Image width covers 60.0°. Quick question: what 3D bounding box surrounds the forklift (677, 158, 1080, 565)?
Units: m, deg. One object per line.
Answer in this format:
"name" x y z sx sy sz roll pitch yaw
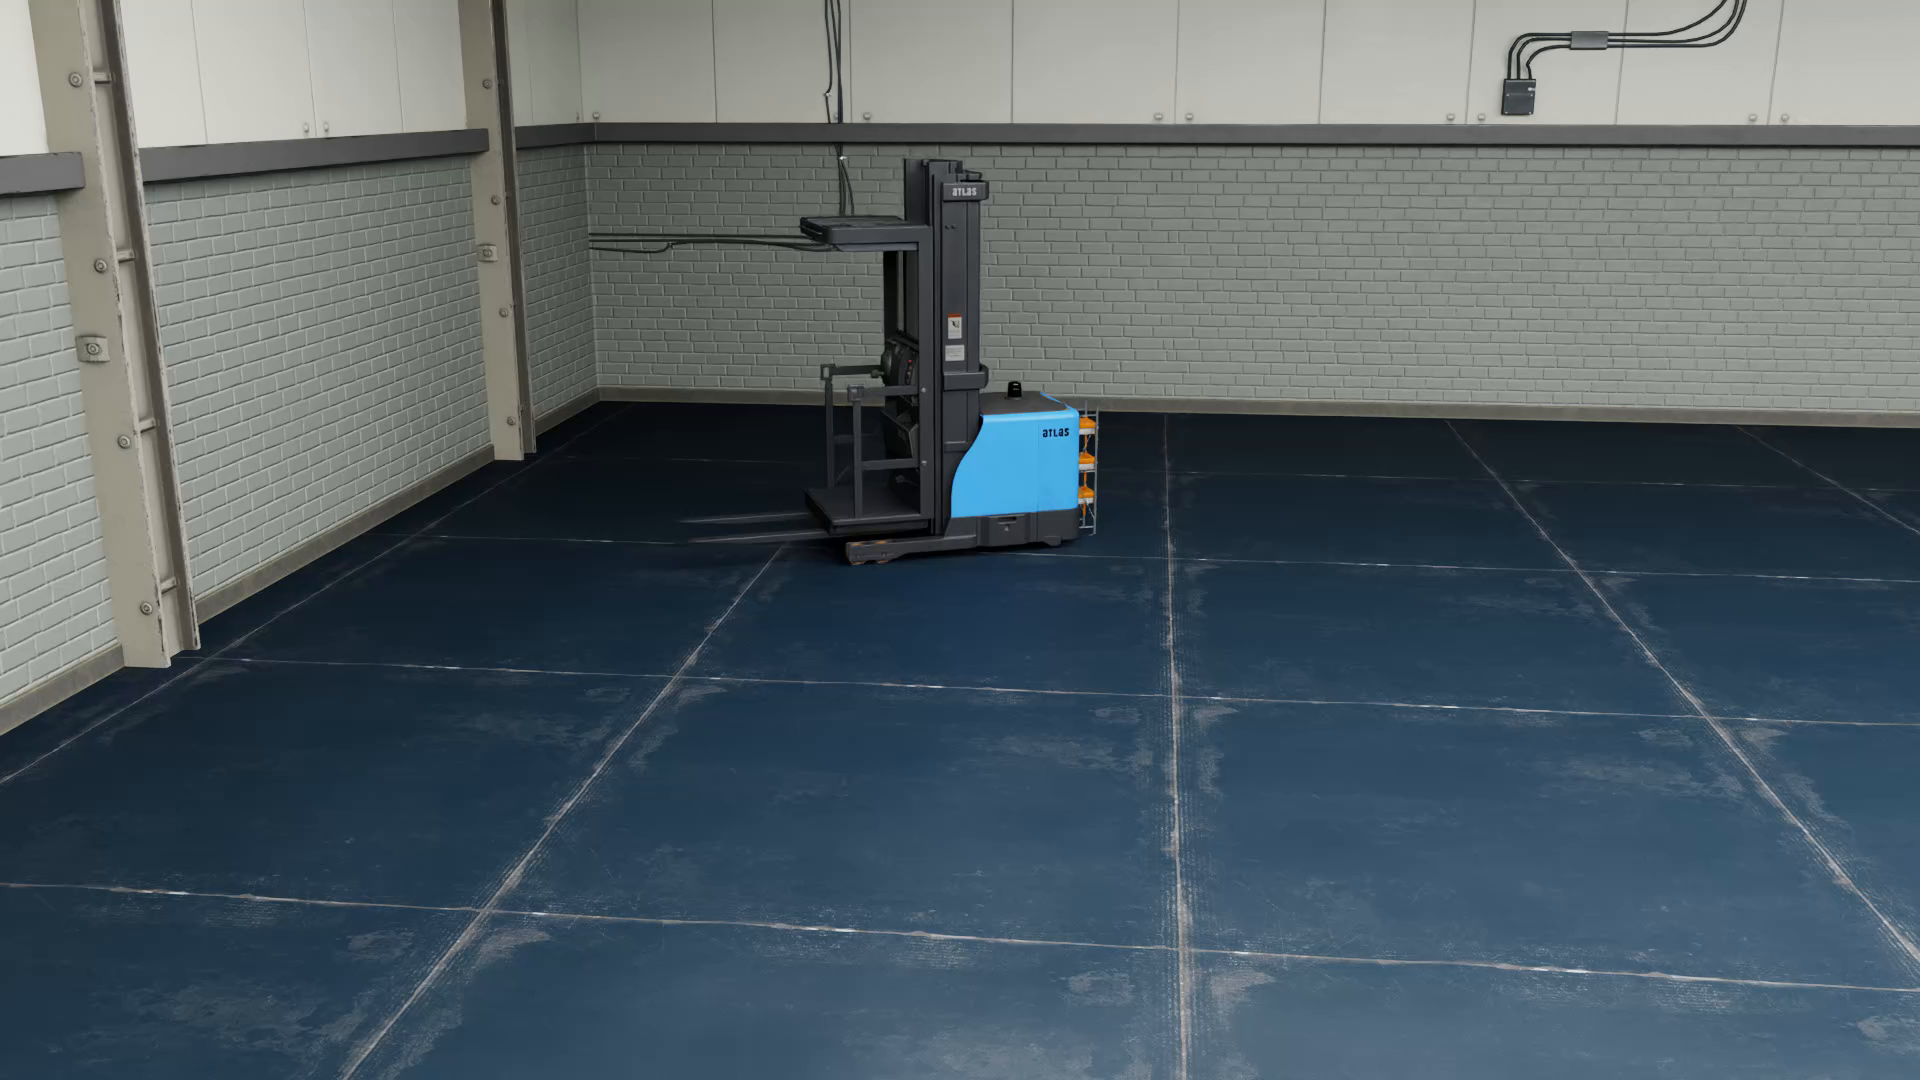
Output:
"forklift" -0.643 -1.380 12.649 3.031 2.935 1.130 -4 16 -16

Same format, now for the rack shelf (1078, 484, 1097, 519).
"rack shelf" 0.953 -0.292 13.336 0.215 0.259 0.240 -4 16 -16

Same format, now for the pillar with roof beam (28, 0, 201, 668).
"pillar with roof beam" -0.745 -3.485 8.811 9.100 9.000 0.400 2 15 6

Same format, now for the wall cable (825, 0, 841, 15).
"wall cable" -0.011 -6.752 17.168 3.097 2.526 0.112 2 15 6

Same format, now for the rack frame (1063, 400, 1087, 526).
"rack frame" 0.919 -0.601 13.373 0.200 1.050 0.008 -4 16 -16

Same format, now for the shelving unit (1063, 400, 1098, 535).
"shelving unit" 0.953 -0.570 13.260 0.215 1.050 0.252 -4 16 -16

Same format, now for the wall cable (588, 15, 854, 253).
"wall cable" -2.699 -4.394 18.122 3.097 2.526 0.112 2 15 6

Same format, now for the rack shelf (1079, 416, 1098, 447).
"rack shelf" 0.953 -0.834 13.189 0.215 0.259 0.240 -4 16 -16

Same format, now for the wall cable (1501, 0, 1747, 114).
"wall cable" 6.732 -7.251 16.223 2.305 6.003 0.169 2 15 6

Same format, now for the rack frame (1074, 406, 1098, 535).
"rack frame" 0.987 -0.540 13.147 0.200 1.050 0.008 -4 16 -16

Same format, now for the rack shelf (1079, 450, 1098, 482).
"rack shelf" 0.953 -0.560 13.263 0.215 0.259 0.240 -4 16 -16

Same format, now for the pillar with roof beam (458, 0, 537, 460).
"pillar with roof beam" -0.068 -5.041 14.566 9.100 9.000 0.400 2 15 6
